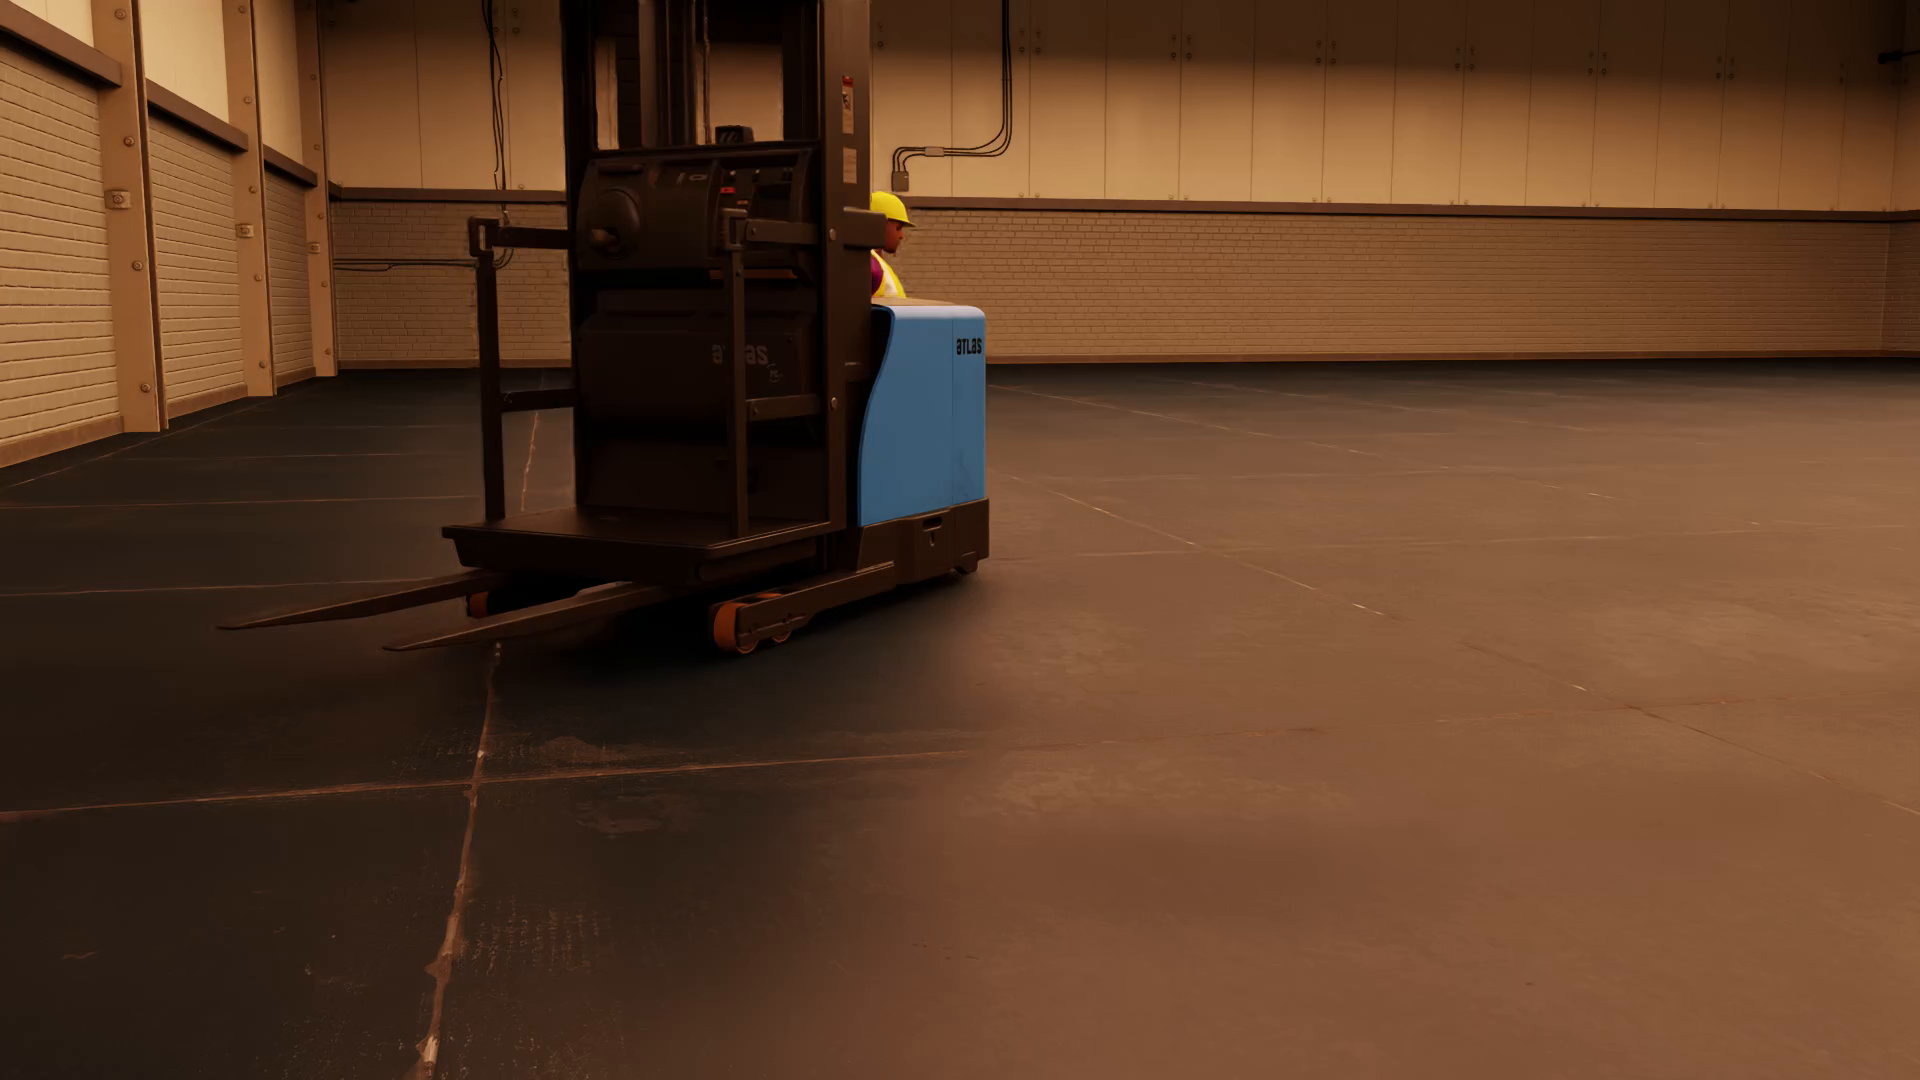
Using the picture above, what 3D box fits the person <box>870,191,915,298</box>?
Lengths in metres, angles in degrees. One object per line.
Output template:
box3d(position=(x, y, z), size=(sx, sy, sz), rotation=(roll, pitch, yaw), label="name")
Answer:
box3d(position=(-0.368, -0.890, 8.234), size=(0.642, 1.647, 1.004), rotation=(1, 8, 4), label="person")

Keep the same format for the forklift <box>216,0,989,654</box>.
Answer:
box3d(position=(-1.006, -1.166, 5.464), size=(1.130, 2.935, 3.031), rotation=(4, 9, 27), label="forklift")
